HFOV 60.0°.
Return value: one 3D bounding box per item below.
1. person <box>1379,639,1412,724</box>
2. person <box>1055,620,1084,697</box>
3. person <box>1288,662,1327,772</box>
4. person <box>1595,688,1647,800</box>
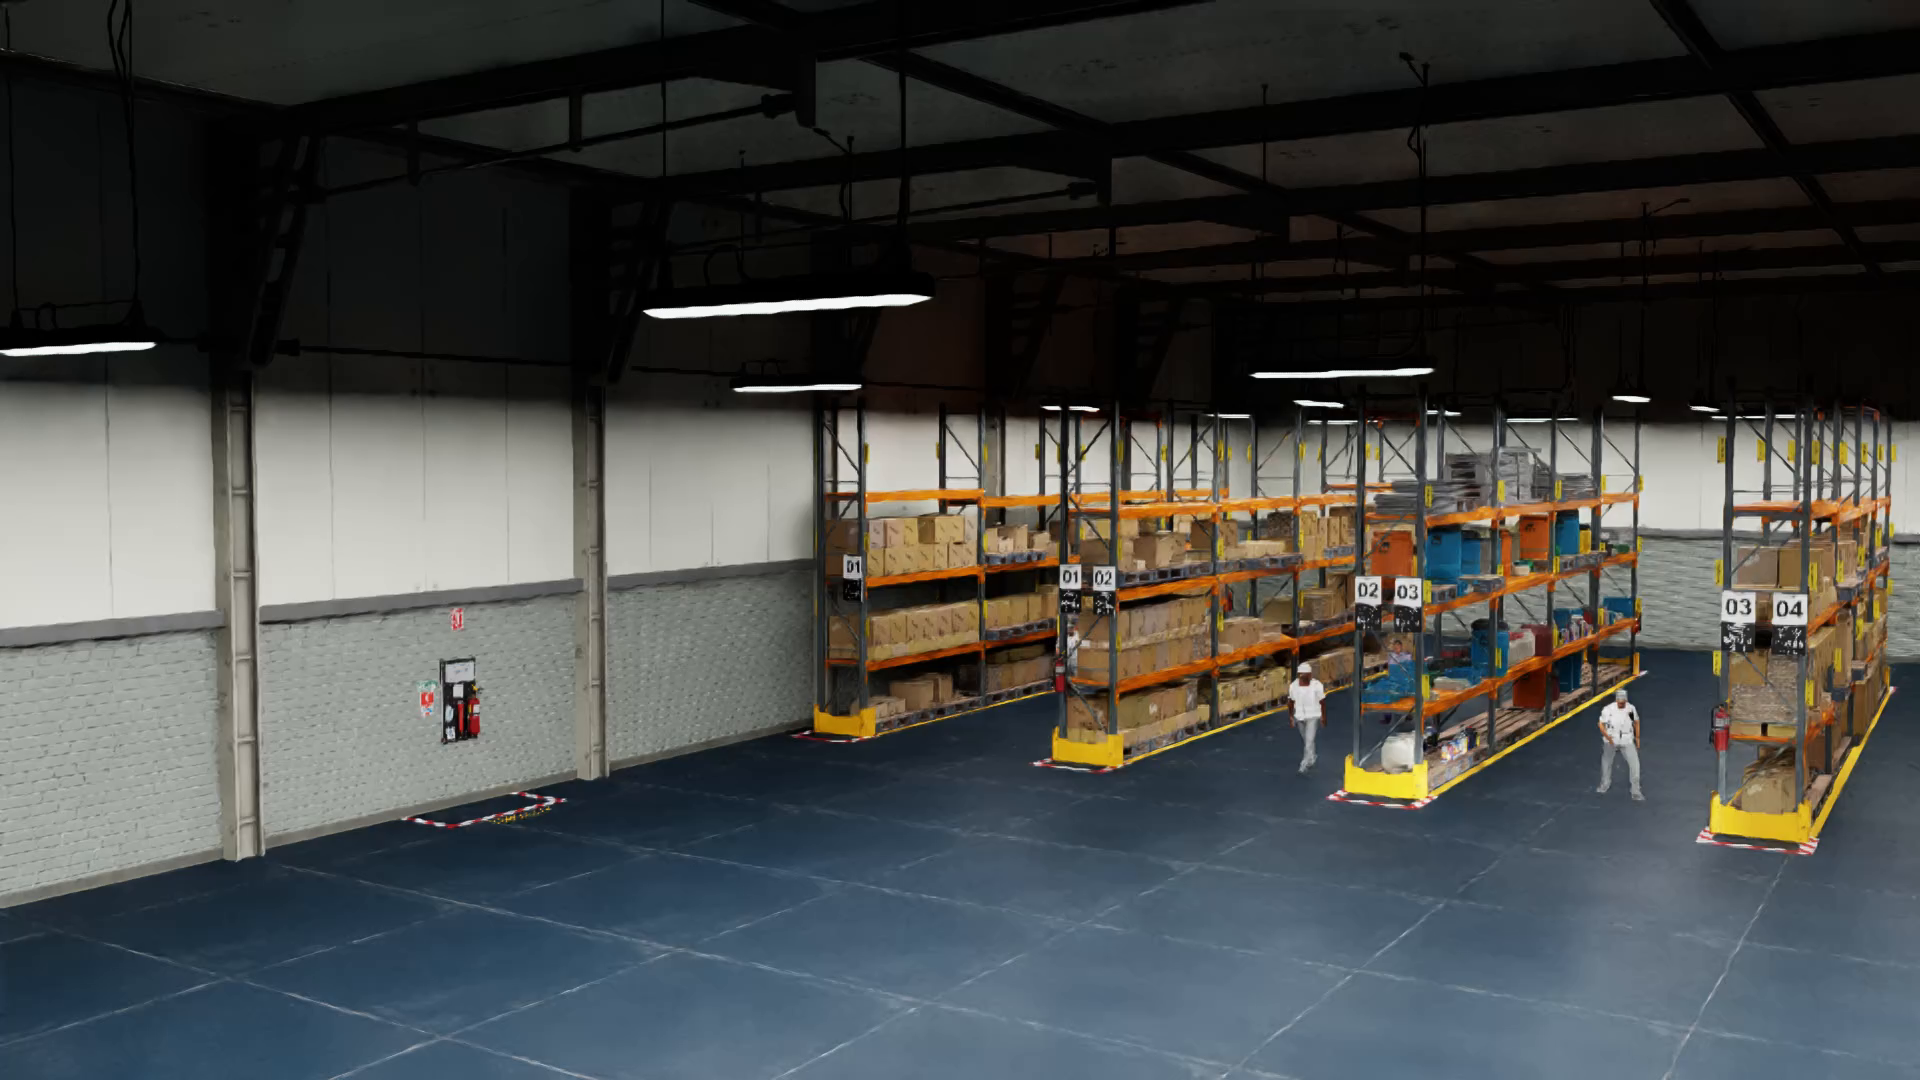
[{"bbox_3d":[8.106,2.594,30.676,0.478,1.567,1.093,2,3,30],"label":"person"},{"bbox_3d":[2.251,2.409,33.095,0.700,1.690,0.863,1,3,16],"label":"person"},{"bbox_3d":[5.435,2.764,26.213,0.579,1.688,1.108,2,4,34],"label":"person"},{"bbox_3d":[9.597,2.929,24.144,0.656,1.597,0.818,1,3,16],"label":"person"}]
